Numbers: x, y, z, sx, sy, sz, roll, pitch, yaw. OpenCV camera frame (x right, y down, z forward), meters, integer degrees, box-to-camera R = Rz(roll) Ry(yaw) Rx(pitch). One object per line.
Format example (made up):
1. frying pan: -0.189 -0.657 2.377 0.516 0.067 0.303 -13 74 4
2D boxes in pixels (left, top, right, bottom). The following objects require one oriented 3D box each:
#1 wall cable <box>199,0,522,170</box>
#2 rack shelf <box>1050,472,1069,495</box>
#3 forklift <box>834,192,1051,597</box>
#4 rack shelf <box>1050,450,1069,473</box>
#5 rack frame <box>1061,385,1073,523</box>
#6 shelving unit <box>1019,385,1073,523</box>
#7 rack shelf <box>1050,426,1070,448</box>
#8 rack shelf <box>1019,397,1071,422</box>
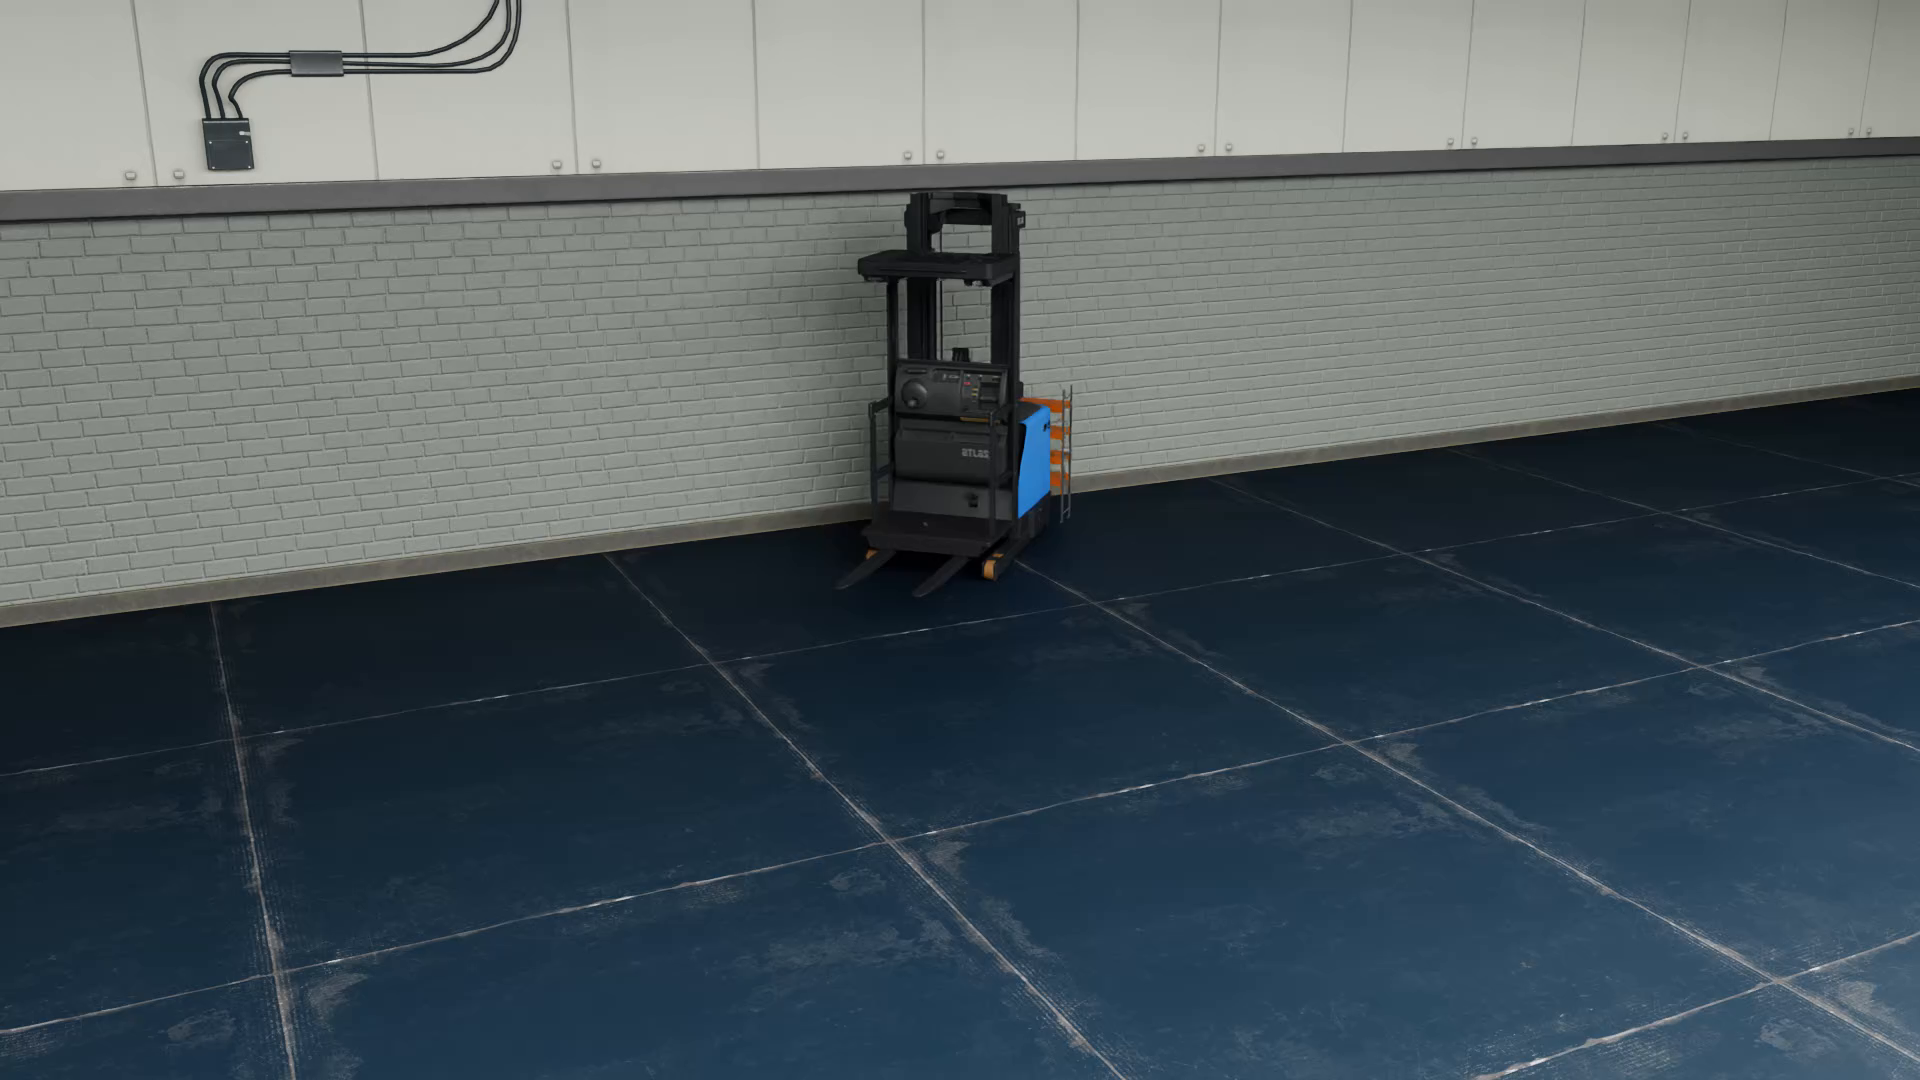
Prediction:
1. wall cable: -4.322 -5.664 11.510 2.305 6.003 0.169 -8 18 -25
2. rack shelf: 0.716 -0.528 14.878 0.480 0.148 0.258 6 17 20
3. forklift: -0.137 -1.212 13.161 1.130 2.935 3.031 5 17 17
4. rack shelf: 0.716 -0.719 14.823 0.480 0.148 0.258 6 17 20
5. rack frame: 0.944 -0.759 14.721 0.015 1.200 0.240 6 17 20
6. shelving unit: 0.716 -0.783 14.805 0.503 1.200 0.258 6 17 20
7. rack shelf: 0.716 -0.934 14.762 0.480 0.148 0.258 6 17 20
8. rack shelf: 0.716 -1.161 14.696 0.480 0.148 0.258 6 17 20
